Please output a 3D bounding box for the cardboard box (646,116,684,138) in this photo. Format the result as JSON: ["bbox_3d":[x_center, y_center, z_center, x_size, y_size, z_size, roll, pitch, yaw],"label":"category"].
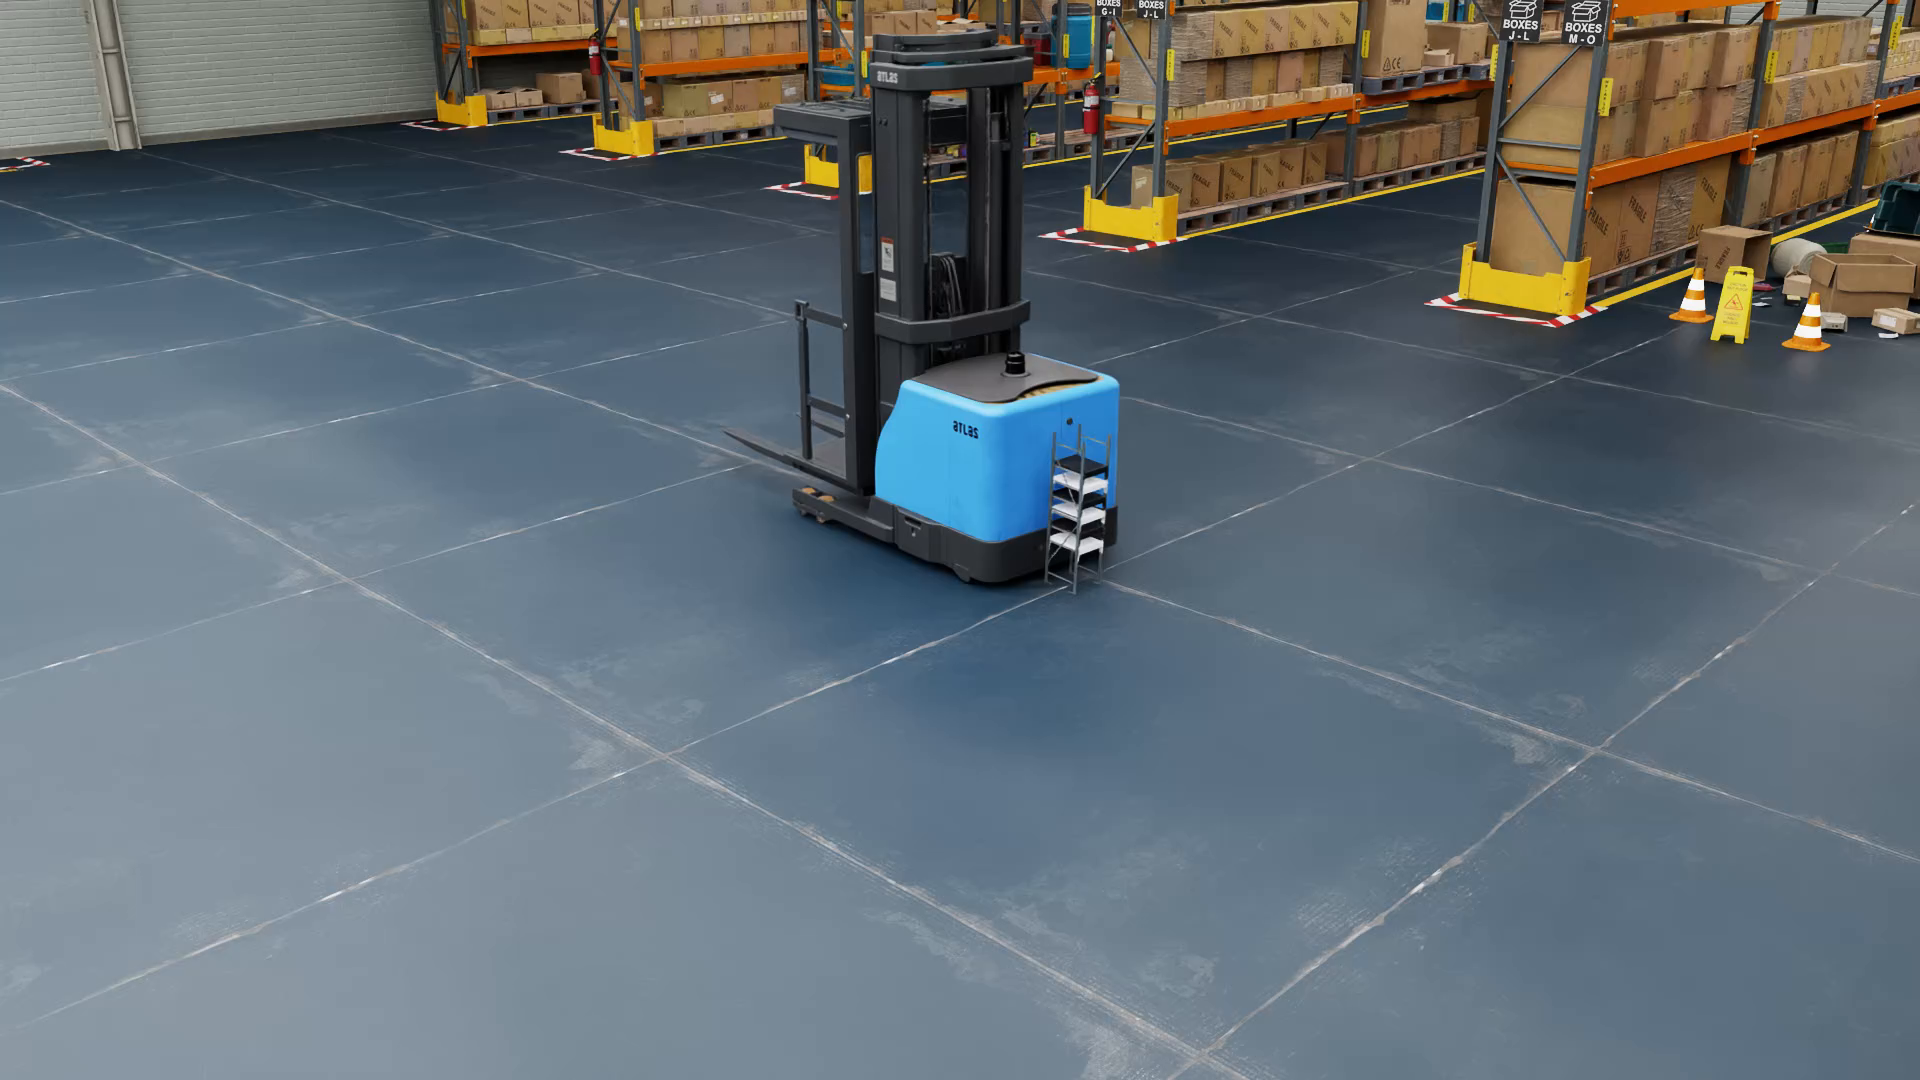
[{"bbox_3d":[-4.644,-6.421,25.845,0.500,0.250,0.500,19,28,41],"label":"cardboard box"}]

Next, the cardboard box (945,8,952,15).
[{"bbox_3d":[-0.392,-11.484,36.093,0.380,0.149,0.250,20,28,41],"label":"cardboard box"}]

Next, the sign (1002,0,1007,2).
[{"bbox_3d":[0.803,-9.885,29.997,0.100,0.325,0.005,19,28,41],"label":"sign"}]

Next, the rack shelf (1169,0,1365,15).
[{"bbox_3d":[3.312,-6.524,19.689,1.077,0.370,4.000,19,28,41],"label":"rack shelf"}]

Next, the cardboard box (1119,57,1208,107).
[{"bbox_3d":[2.320,-5.266,19.039,0.875,0.500,0.500,19,28,41],"label":"cardboard box"}]

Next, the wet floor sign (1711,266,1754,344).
[{"bbox_3d":[6.799,-2.076,14.577,0.267,0.644,0.232,14,25,32],"label":"wet floor sign"}]

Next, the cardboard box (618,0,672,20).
[{"bbox_3d":[-4.806,-8.208,25.302,0.700,0.500,0.500,19,28,41],"label":"cardboard box"}]

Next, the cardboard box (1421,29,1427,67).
[{"bbox_3d":[5.851,-6.687,22.561,0.637,0.503,0.797,-17,27,-37],"label":"cardboard box"}]

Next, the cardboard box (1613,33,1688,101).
[{"bbox_3d":[6.493,-4.612,16.179,0.875,0.550,0.550,19,28,41],"label":"cardboard box"}]

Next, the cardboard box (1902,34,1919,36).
[{"bbox_3d":[12.722,-6.632,22.085,0.380,0.149,0.250,18,27,38],"label":"cardboard box"}]

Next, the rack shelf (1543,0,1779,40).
[{"bbox_3d":[6.796,-5.257,16.392,1.077,0.370,4.000,19,28,41],"label":"rack shelf"}]

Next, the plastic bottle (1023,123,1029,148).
[{"bbox_3d":[0.916,-5.945,24.439,0.144,0.351,0.185,18,28,39],"label":"plastic bottle"}]

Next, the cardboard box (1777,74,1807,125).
[{"bbox_3d":[9.102,-4.951,18.635,0.500,0.500,0.500,20,28,41],"label":"cardboard box"}]

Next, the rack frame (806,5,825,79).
[{"bbox_3d":[-3.149,-10.721,33.787,1.000,3.000,0.127,19,28,41],"label":"rack frame"}]

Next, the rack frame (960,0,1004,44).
[{"bbox_3d":[0.403,-9.482,30.564,1.000,3.000,0.127,19,28,41],"label":"rack frame"}]

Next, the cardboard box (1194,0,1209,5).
[{"bbox_3d":[4.803,-11.011,34.403,0.500,0.500,0.500,19,28,40],"label":"cardboard box"}]

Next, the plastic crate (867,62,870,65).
[{"bbox_3d":[-1.040,-6.485,22.972,0.499,0.251,0.408,19,28,41],"label":"plastic crate"}]

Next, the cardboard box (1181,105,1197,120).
[{"bbox_3d":[2.475,-4.901,18.996,0.380,0.149,0.250,19,28,41],"label":"cardboard box"}]

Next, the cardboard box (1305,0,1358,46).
[{"bbox_3d":[4.591,-6.441,20.705,0.500,0.500,0.500,19,28,41],"label":"cardboard box"}]

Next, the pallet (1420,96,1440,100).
[{"bbox_3d":[8.927,-8.794,32.660,1.003,0.211,1.213,19,28,41],"label":"pallet"}]

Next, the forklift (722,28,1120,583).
[{"bbox_3d":[-0.405,-1.583,10.108,1.130,2.935,3.031,-17,27,-37],"label":"forklift"}]

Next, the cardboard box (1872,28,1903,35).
[{"bbox_3d":[12.796,-6.995,23.027,0.380,0.149,0.250,20,28,41],"label":"cardboard box"}]

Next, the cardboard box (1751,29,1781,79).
[{"bbox_3d":[8.533,-5.349,18.277,0.700,0.500,0.500,19,28,40],"label":"cardboard box"}]

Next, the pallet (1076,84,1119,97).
[{"bbox_3d":[2.653,-8.990,33.171,1.003,0.211,1.213,19,28,41],"label":"pallet"}]

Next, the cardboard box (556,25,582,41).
[{"bbox_3d":[-7.096,-9.046,29.610,0.500,0.250,0.500,20,28,41],"label":"cardboard box"}]

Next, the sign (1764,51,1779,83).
[{"bbox_3d":[8.589,-5.009,17.608,0.100,0.325,0.005,19,28,41],"label":"sign"}]

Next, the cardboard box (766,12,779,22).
[{"bbox_3d":[-3.135,-8.419,26.754,0.380,0.149,0.250,19,28,40],"label":"cardboard box"}]

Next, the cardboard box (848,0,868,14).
[{"bbox_3d":[-2.255,-11.109,34.214,0.500,0.500,0.500,-19,28,-40],"label":"cardboard box"}]

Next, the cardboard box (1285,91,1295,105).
[{"bbox_3d":[3.861,-5.419,20.342,0.380,0.149,0.250,19,28,41],"label":"cardboard box"}]

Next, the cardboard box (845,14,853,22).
[{"bbox_3d":[-2.325,-10.750,34.183,0.250,0.149,0.380,-19,28,-40],"label":"cardboard box"}]

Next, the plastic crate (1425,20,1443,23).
[{"bbox_3d":[9.091,-9.948,32.059,0.396,0.136,0.243,19,28,41],"label":"plastic crate"}]

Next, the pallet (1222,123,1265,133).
[{"bbox_3d":[4.469,-7.153,28.391,1.003,0.211,1.213,19,28,41],"label":"pallet"}]

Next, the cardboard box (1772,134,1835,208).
[{"bbox_3d":[9.884,-4.521,20.206,0.750,0.750,1.050,-20,28,-41],"label":"cardboard box"}]

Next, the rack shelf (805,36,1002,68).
[{"bbox_3d":[-0.992,-8.632,29.355,1.077,0.370,4.000,19,28,41],"label":"rack shelf"}]

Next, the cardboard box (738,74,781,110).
[{"bbox_3d":[-3.258,-7.288,27.056,0.500,0.500,0.500,19,28,41],"label":"cardboard box"}]

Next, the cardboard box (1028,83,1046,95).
[{"bbox_3d":[1.286,-8.702,31.405,0.500,0.500,0.500,18,27,39],"label":"cardboard box"}]

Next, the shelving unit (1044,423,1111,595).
[{"bbox_3d":[0.651,-0.171,9.247,0.210,0.900,0.258,-19,31,-40],"label":"shelving unit"}]

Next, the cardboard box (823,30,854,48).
[{"bbox_3d":[-2.075,-8.522,28.273,0.500,0.250,0.500,-18,27,-39],"label":"cardboard box"}]

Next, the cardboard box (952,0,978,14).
[{"bbox_3d":[0.032,-12.025,36.760,0.700,0.700,0.980,-20,28,-41],"label":"cardboard box"}]

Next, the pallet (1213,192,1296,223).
[{"bbox_3d":[3.413,-4.175,20.644,1.003,0.211,1.213,19,28,41],"label":"pallet"}]

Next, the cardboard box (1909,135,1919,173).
[{"bbox_3d":[12.717,-5.276,22.520,0.500,0.500,0.500,18,28,40],"label":"cardboard box"}]

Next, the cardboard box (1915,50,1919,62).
[{"bbox_3d":[12.360,-6.358,21.784,0.380,0.149,0.250,19,28,40],"label":"cardboard box"}]

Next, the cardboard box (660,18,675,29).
[{"bbox_3d":[-4.568,-7.891,25.380,0.380,0.149,0.250,18,28,39],"label":"cardboard box"}]

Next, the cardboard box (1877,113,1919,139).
[{"bbox_3d":[12.344,-5.485,22.017,0.500,0.250,0.500,20,28,41],"label":"cardboard box"}]

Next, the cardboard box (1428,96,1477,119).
[{"bbox_3d":[7.052,-6.211,23.878,0.500,0.250,0.500,-19,28,-40],"label":"cardboard box"}]

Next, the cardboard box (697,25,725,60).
[{"bbox_3d":[-4.130,-7.852,26.182,0.700,0.500,0.500,19,28,41],"label":"cardboard box"}]

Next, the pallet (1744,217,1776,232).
[{"bbox_3d":[8.675,-3.622,19.204,1.003,0.211,1.213,19,28,41],"label":"pallet"}]

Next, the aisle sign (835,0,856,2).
[{"bbox_3d":[-1.472,-7.307,21.280,0.394,0.787,0.004,19,28,41],"label":"aisle sign"}]

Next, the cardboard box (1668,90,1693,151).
[{"bbox_3d":[6.816,-4.261,16.770,0.875,0.550,0.500,19,28,41],"label":"cardboard box"}]

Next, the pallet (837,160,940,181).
[{"bbox_3d":[-1.042,-5.122,23.107,1.003,0.211,1.213,19,28,41],"label":"pallet"}]

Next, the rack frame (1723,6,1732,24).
[{"bbox_3d":[13.079,-9.058,29.461,1.000,3.000,0.127,19,28,41],"label":"rack frame"}]

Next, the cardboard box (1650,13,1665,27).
[{"bbox_3d":[11.155,-8.633,27.103,0.500,0.500,0.500,19,28,41],"label":"cardboard box"}]

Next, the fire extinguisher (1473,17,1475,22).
[{"bbox_3d":[9.961,-10.013,32.572,0.296,0.674,0.183,19,28,41],"label":"fire extinguisher"}]

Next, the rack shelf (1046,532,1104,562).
[{"bbox_3d":[0.644,0.025,9.330,0.200,0.077,0.258,-19,31,-40],"label":"rack shelf"}]

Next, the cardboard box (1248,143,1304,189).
[{"bbox_3d":[4.006,-4.761,21.179,0.500,0.500,0.500,-11,23,-25],"label":"cardboard box"}]

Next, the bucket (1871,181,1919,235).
[{"bbox_3d":[9.748,-3.276,16.861,0.620,0.611,0.726,1,19,-28],"label":"bucket"}]

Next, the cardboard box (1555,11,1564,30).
[{"bbox_3d":[8.939,-8.042,25.278,0.637,0.503,0.797,-19,28,-40],"label":"cardboard box"}]

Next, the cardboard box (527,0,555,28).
[{"bbox_3d":[-7.465,-9.257,29.115,0.500,0.500,0.500,18,27,39],"label":"cardboard box"}]
